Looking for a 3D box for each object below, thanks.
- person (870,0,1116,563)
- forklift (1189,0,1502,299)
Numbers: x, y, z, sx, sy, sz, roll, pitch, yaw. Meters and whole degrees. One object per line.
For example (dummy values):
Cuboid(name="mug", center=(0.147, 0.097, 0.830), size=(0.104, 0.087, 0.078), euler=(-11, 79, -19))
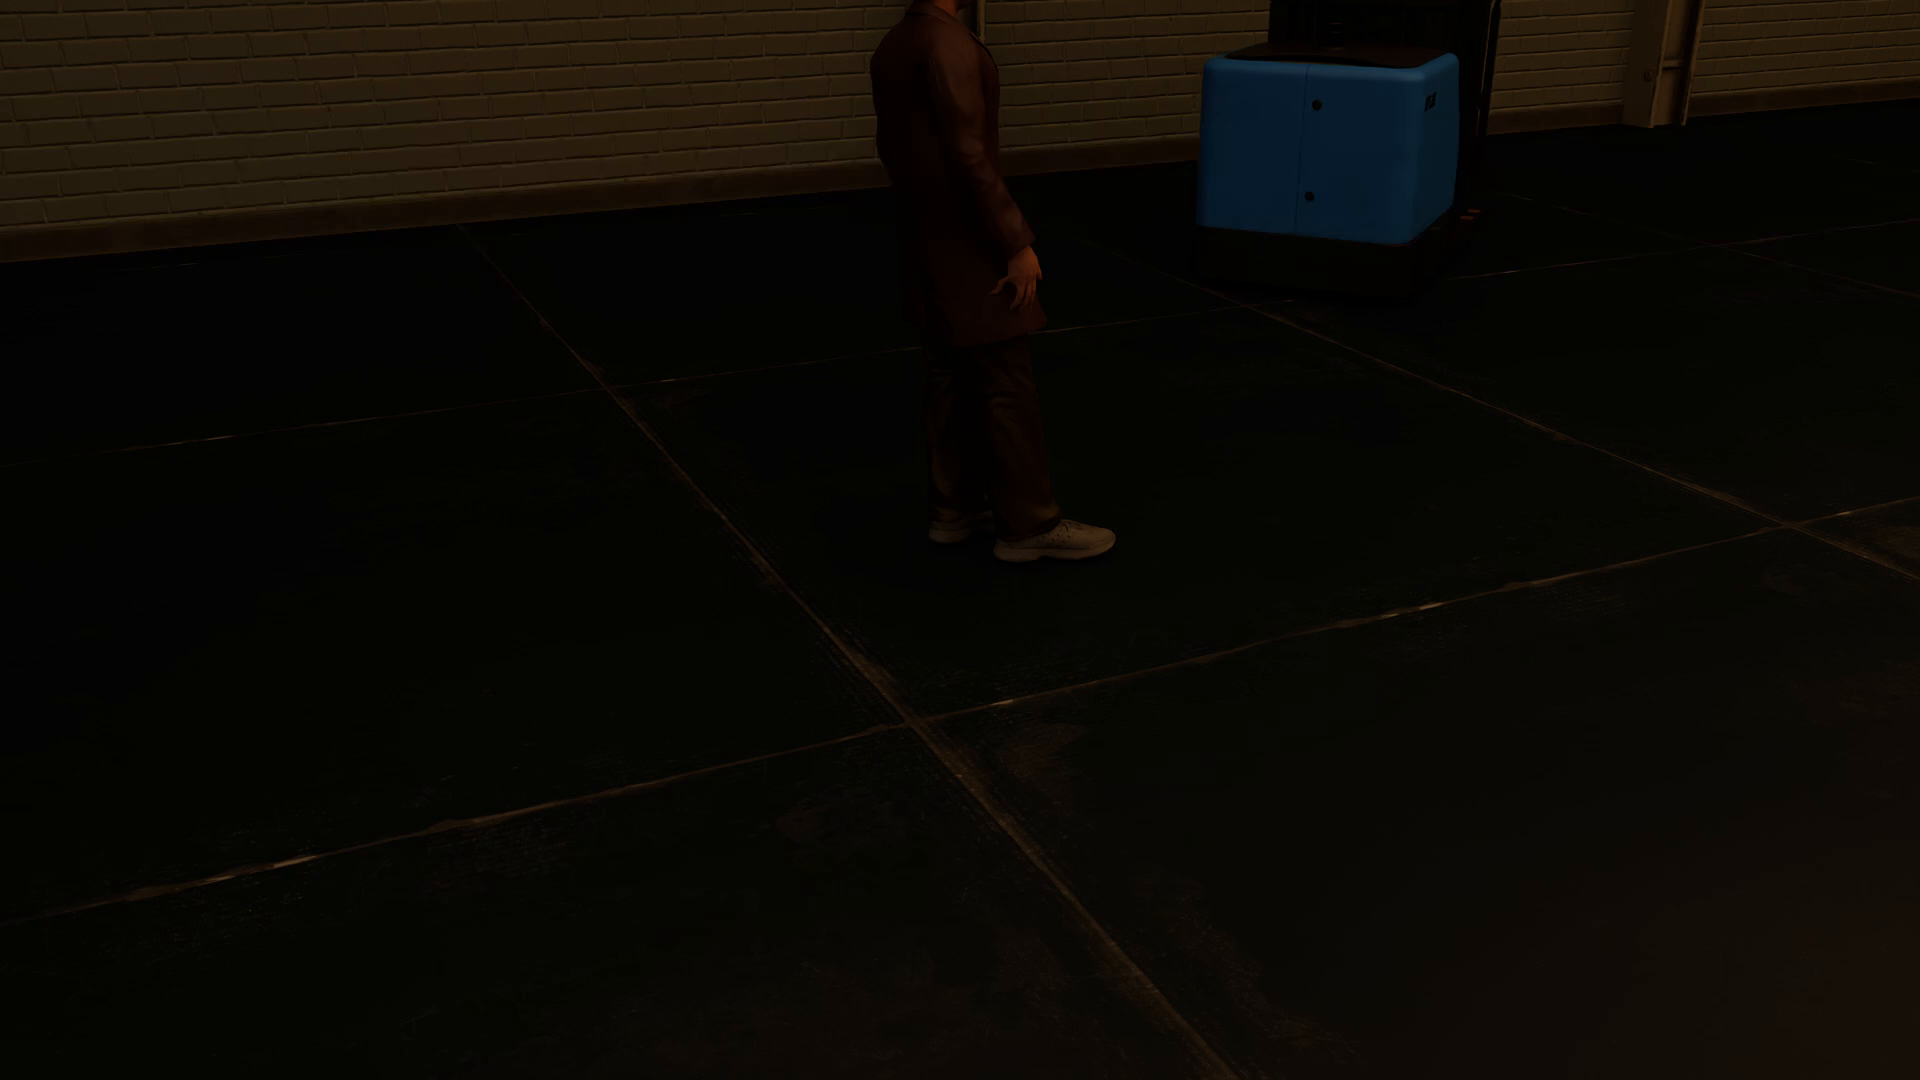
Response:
Cuboid(name="person", center=(0.084, -0.840, 4.794), size=(0.582, 1.775, 0.696), euler=(-10, 25, -23))
Cuboid(name="forklift", center=(2.215, -2.987, 8.478), size=(1.130, 2.935, 3.031), euler=(11, 25, 24))
